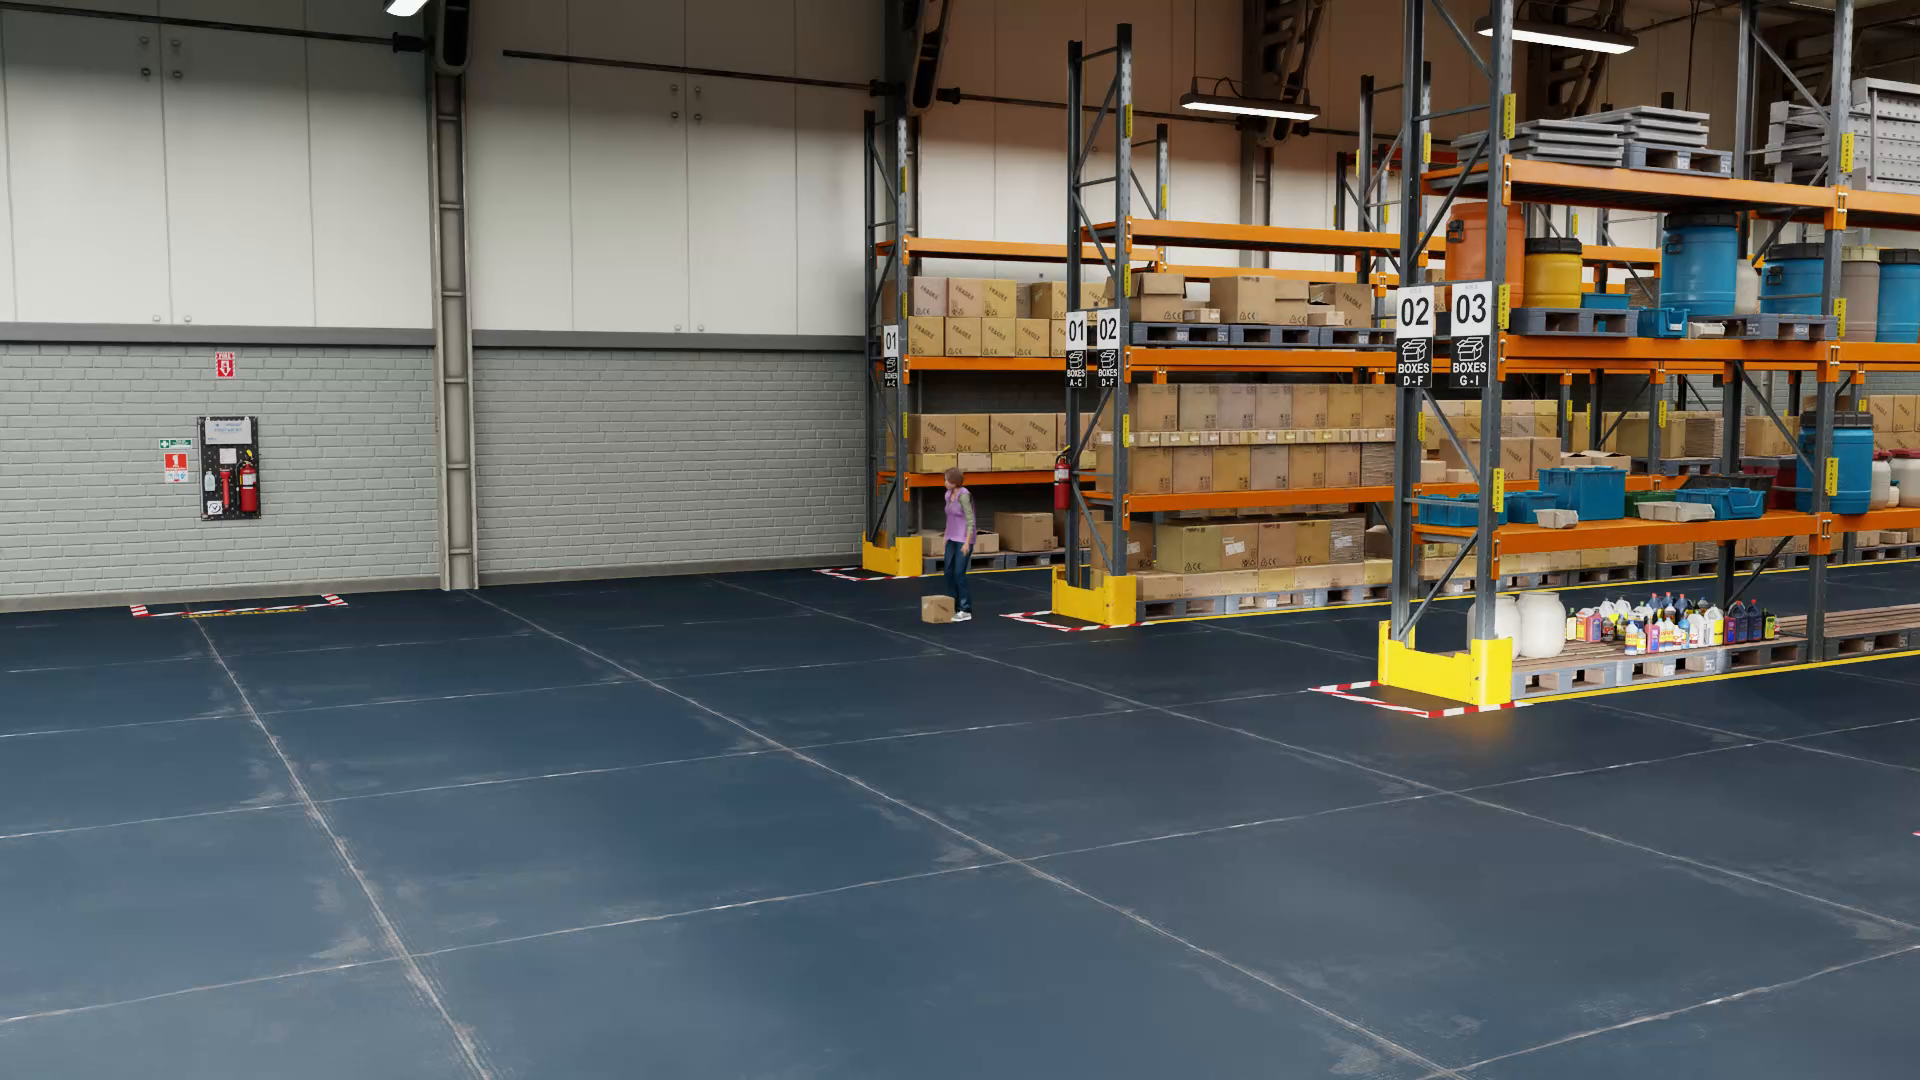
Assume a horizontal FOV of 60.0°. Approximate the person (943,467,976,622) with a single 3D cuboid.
[{"bbox_3d":[-0.023,0.037,17.248,0.347,1.592,0.472,-3,6,-32],"label":"person"}]
